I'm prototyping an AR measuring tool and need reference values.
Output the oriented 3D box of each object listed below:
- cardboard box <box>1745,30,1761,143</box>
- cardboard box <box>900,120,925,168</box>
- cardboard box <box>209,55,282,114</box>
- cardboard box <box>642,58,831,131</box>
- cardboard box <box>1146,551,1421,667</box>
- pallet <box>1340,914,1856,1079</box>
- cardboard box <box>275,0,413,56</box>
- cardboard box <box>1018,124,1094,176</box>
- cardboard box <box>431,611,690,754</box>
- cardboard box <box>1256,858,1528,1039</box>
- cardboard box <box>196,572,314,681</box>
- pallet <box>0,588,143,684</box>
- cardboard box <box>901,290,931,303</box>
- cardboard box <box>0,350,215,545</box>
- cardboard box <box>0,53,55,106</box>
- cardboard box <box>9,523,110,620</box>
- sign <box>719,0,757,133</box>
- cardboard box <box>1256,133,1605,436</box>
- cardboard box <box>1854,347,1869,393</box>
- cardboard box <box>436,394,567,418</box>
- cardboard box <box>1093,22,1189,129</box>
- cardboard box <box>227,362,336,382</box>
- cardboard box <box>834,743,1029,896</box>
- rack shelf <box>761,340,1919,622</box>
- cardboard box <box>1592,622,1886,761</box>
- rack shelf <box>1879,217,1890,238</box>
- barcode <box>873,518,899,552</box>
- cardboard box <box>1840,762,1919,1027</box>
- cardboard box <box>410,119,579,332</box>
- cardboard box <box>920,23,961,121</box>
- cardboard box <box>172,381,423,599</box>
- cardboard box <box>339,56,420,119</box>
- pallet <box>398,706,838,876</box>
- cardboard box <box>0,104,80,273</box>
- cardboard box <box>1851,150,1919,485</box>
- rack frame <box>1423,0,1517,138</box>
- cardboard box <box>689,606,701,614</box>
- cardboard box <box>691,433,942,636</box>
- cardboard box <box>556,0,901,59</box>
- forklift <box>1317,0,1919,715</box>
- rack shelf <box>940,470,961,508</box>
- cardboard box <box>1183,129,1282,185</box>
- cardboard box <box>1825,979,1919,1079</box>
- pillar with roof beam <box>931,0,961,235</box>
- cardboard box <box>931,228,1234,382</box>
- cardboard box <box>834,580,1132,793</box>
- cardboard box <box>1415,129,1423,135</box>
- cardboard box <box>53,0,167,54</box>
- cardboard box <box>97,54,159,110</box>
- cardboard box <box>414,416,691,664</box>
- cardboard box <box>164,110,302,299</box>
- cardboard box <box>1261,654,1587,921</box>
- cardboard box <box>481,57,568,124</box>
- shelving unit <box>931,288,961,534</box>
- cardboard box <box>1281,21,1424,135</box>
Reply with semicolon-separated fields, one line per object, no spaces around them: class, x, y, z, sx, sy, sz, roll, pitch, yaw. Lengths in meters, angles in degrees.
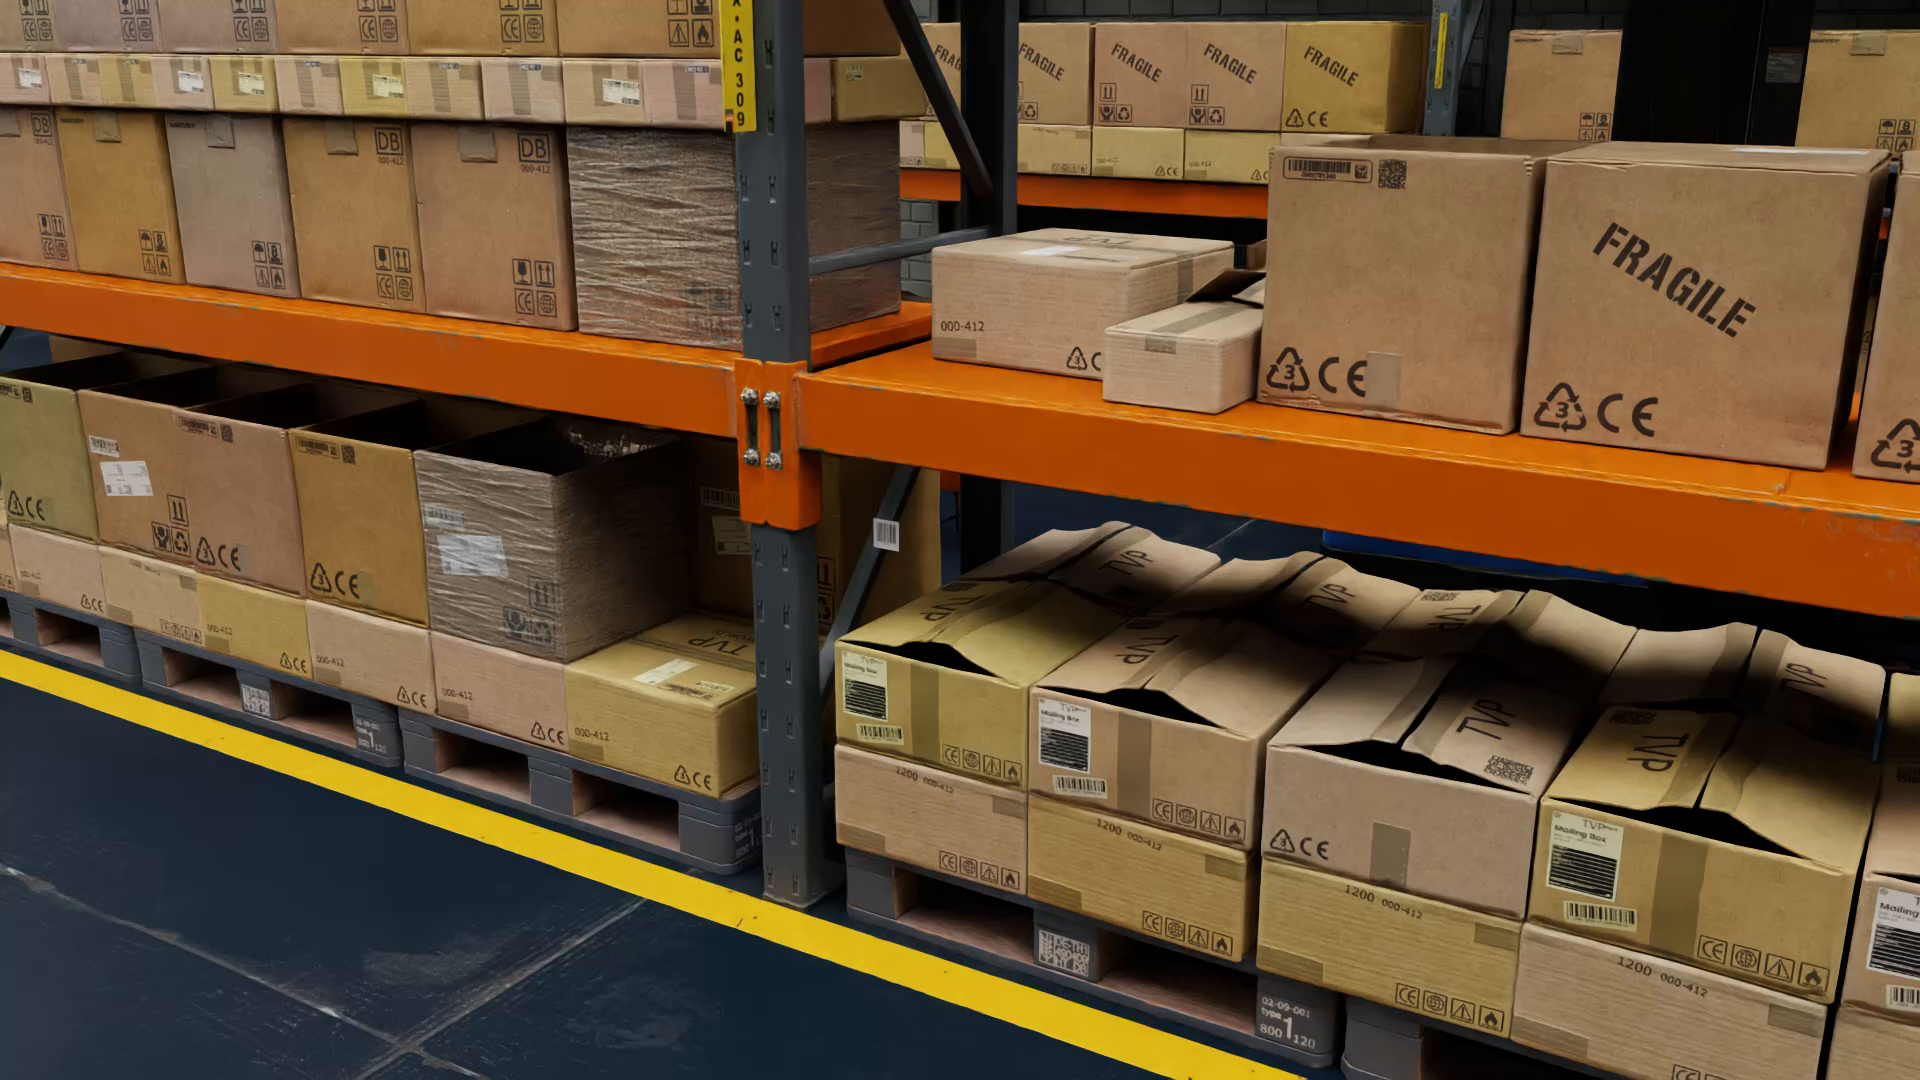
cardboard box;3.316;-1.993;7.352;0.500;0.500;0.700;13;21;36
cardboard box;-0.281;-2.225;9.269;0.500;0.250;0.500;9;19;28
cardboard box;-1.814;-1.259;4.579;0.250;0.149;0.380;11;20;32
cardboard box;-0.505;-1.026;3.811;0.250;0.149;0.380;10;20;30
cardboard box;0.780;0.235;3.991;0.500;0.311;0.500;11;20;32
pallet;1.530;0.942;3.416;1.213;0.211;1.003;10;20;30
cardboard box;-1.401;-1.567;4.476;0.500;0.500;0.700;10;20;30
cardboard box;0.579;-2.069;8.754;0.500;0.250;0.500;10;20;31
cardboard box;-1.092;0.340;4.609;0.500;0.250;0.500;10;20;30
cardboard box;0.930;0.714;3.379;0.500;0.250;0.500;9;19;28
cardboard box;-1.952;0.192;5.098;0.500;0.250;0.500;10;20;30
pallet;-2.896;0.152;6.018;1.213;0.211;1.003;10;20;30
cardboard box;-0.438;-1.312;9.909;0.500;0.311;0.500;8;19;24
cardboard box;-2.802;-0.320;5.492;0.500;0.500;0.500;10;20;30
cardboard box;-2.696;-1.417;5.096;0.250;0.149;0.380;10;19;29
cardboard box;-2.801;0.038;5.603;0.500;0.250;0.500;10;20;30
sign;-0.451;-0.994;3.368;0.005;0.325;0.100;10;20;30
cardboard box;0.933;-0.527;3.282;0.500;0.500;0.500;12;21;34
cardboard box;3.944;-0.660;7.437;0.500;0.500;0.700;10;20;31
cardboard box;-1.245;-0.224;5.176;0.500;0.500;0.500;10;20;30
cardboard box;1.011;-2.353;8.400;0.500;0.500;0.500;9;19;28
cardboard box;-2.098;-0.376;5.676;0.500;0.500;0.500;10;20;30
cardboard box;0.052;0.558;3.893;0.500;0.250;0.500;10;19;29
rack shelf;1.543;-0.031;3.061;4.000;0.370;1.077;10;20;30
cardboard box;1.631;0.389;3.484;0.500;0.311;0.500;10;19;29
rack shelf;4.132;-1.259;7.102;4.000;0.370;1.077;10;20;30
barcode;-0.162;-0.012;3.651;0.075;0.075;0.001;10;20;30
cardboard box;1.797;0.601;2.784;0.500;0.311;0.500;10;20;30
cardboard box;-0.996;-0.872;4.420;0.500;0.500;0.700;10;20;29
cardboard box;0.122;-2.507;8.908;0.500;0.500;0.500;9;19;28
cardboard box;-1.953;-0.167;4.988;0.500;0.500;0.500;10;20;30
cardboard box;-1.371;-1.182;4.322;0.250;0.149;0.380;10;20;30
pallet;-0.817;0.523;4.796;1.213;0.211;1.003;10;20;30
cardboard box;-2.729;-1.183;5.443;0.500;0.500;0.700;11;20;31
cardboard box;1.809;-0.370;2.768;0.500;0.500;0.500;9;19;27
rack frame;2.428;-1.907;7.999;0.127;3.000;1.000;10;20;30
cardboard box;-0.821;0.212;5.031;0.500;0.250;0.500;10;20;30
cardboard box;-0.393;-0.072;4.675;0.500;0.500;0.500;10;20;30
cardboard box;-0.543;-1.414;3.972;0.500;0.500;0.700;10;20;30
forklift;2.811;-1.039;5.258;3.031;2.935;1.130;7;18;23
rack shelf;0.046;-0.218;6.786;0.240;0.259;0.215;10;20;30
cardboard box;1.445;-1.920;8.264;0.500;0.250;0.500;10;20;30
cardboard box;1.803;0.869;2.868;0.500;0.250;0.500;11;20;31
pillar with roof beam;-2.185;-4.428;5.975;0.400;9.000;9.100;10;20;30
cardboard box;0.281;-0.544;3.769;0.500;0.250;0.500;12;20;33
cardboard box;0.060;0.291;3.805;0.500;0.311;0.500;10;20;30
cardboard box;2.139;-1.970;8.428;0.500;0.250;0.500;10;20;31
cardboard box;-2.253;-1.719;4.977;0.500;0.500;0.700;10;20;30
cardboard box;-2.250;-1.338;4.837;0.250;0.149;0.380;10;19;29
cardboard box;-1.091;-0.019;4.502;0.500;0.500;0.500;10;20;30
cardboard box;-1.858;-1.027;4.930;0.500;0.500;0.700;11;20;32
cardboard box;0.926;0.447;3.292;0.500;0.311;0.500;9;19;28
cardboard box;-0.940;-1.104;4.065;0.250;0.149;0.380;9;19;28
shelving unit;0.046;-0.494;6.702;0.252;1.050;0.215;10;20;30
cardboard box;1.863;-2.199;7.894;0.500;0.500;0.500;10;20;30
